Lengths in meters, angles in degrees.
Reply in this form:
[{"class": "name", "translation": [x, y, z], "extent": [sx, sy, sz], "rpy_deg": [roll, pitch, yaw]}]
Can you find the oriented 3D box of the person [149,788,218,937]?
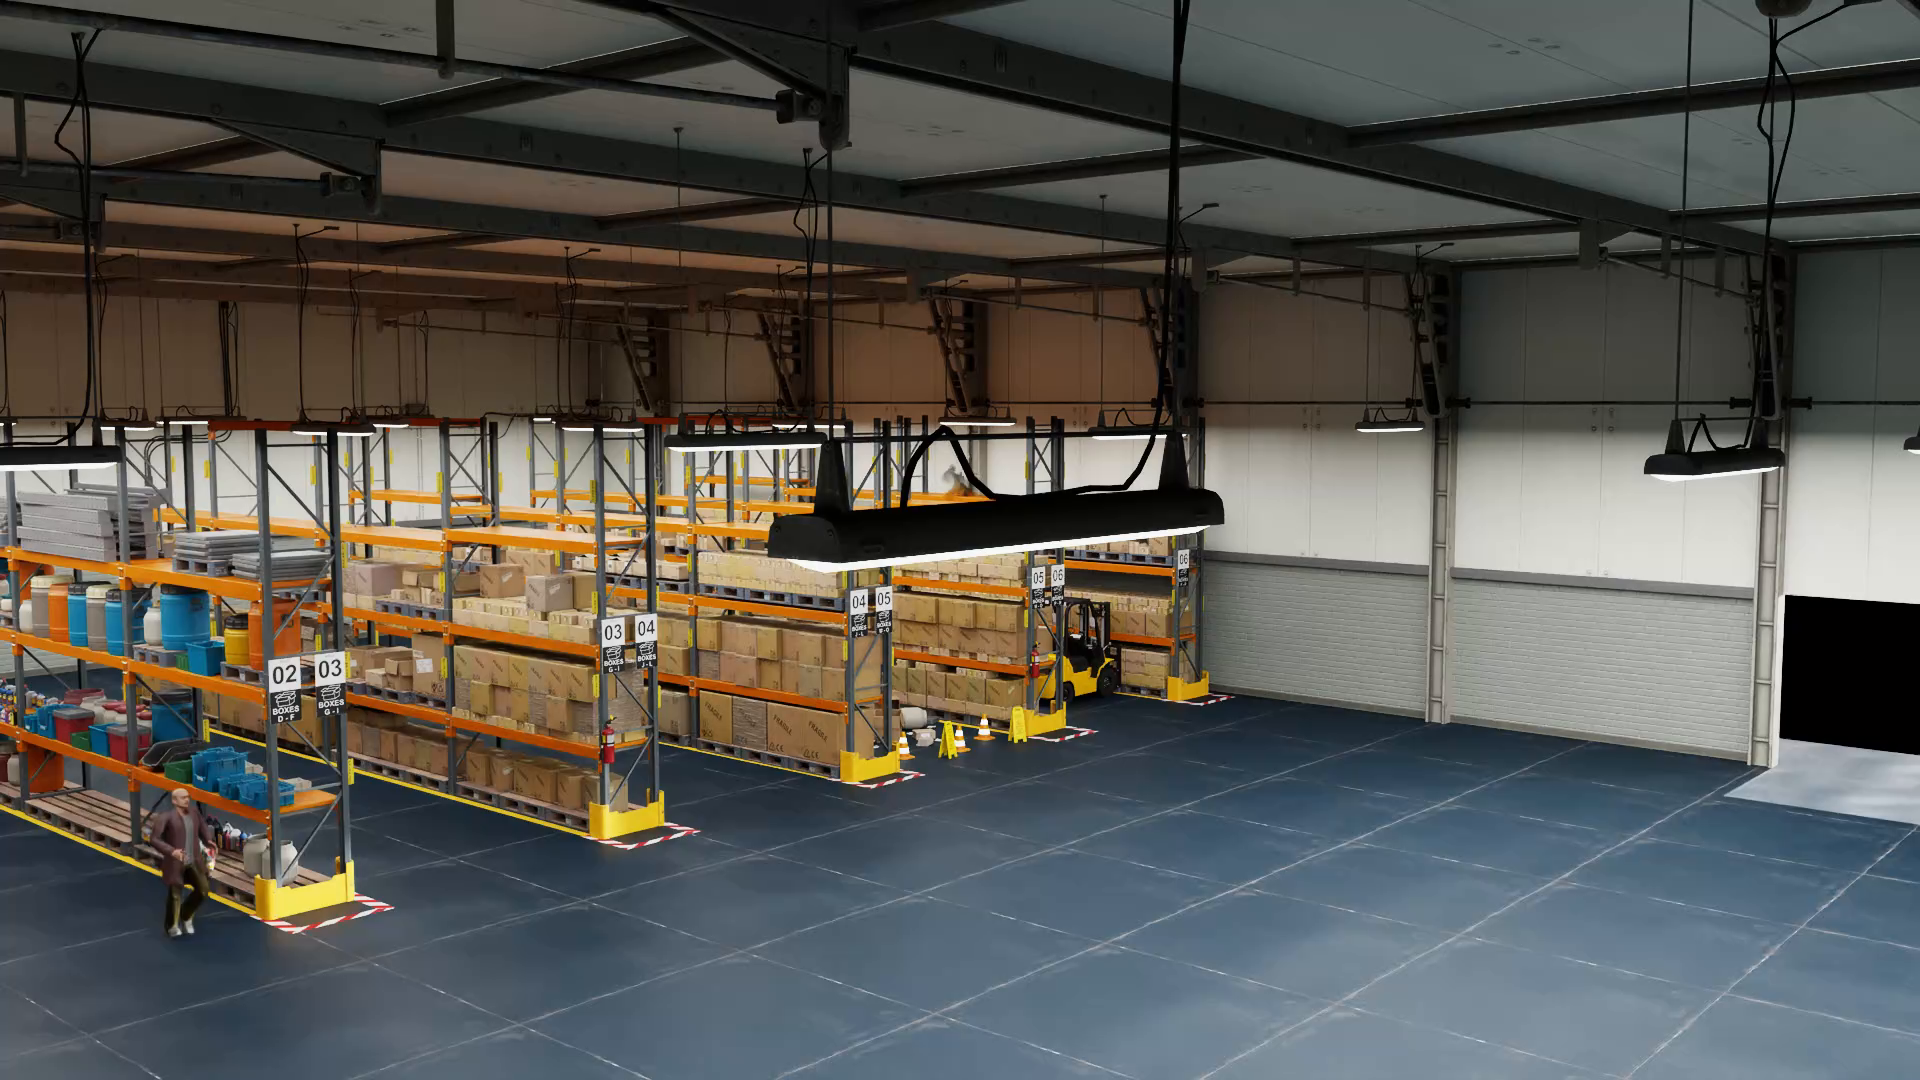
[{"class": "person", "translation": [-9.189, 3.830, 19.719], "extent": [0.555, 1.765, 0.773], "rpy_deg": [3, 6, 35]}]
